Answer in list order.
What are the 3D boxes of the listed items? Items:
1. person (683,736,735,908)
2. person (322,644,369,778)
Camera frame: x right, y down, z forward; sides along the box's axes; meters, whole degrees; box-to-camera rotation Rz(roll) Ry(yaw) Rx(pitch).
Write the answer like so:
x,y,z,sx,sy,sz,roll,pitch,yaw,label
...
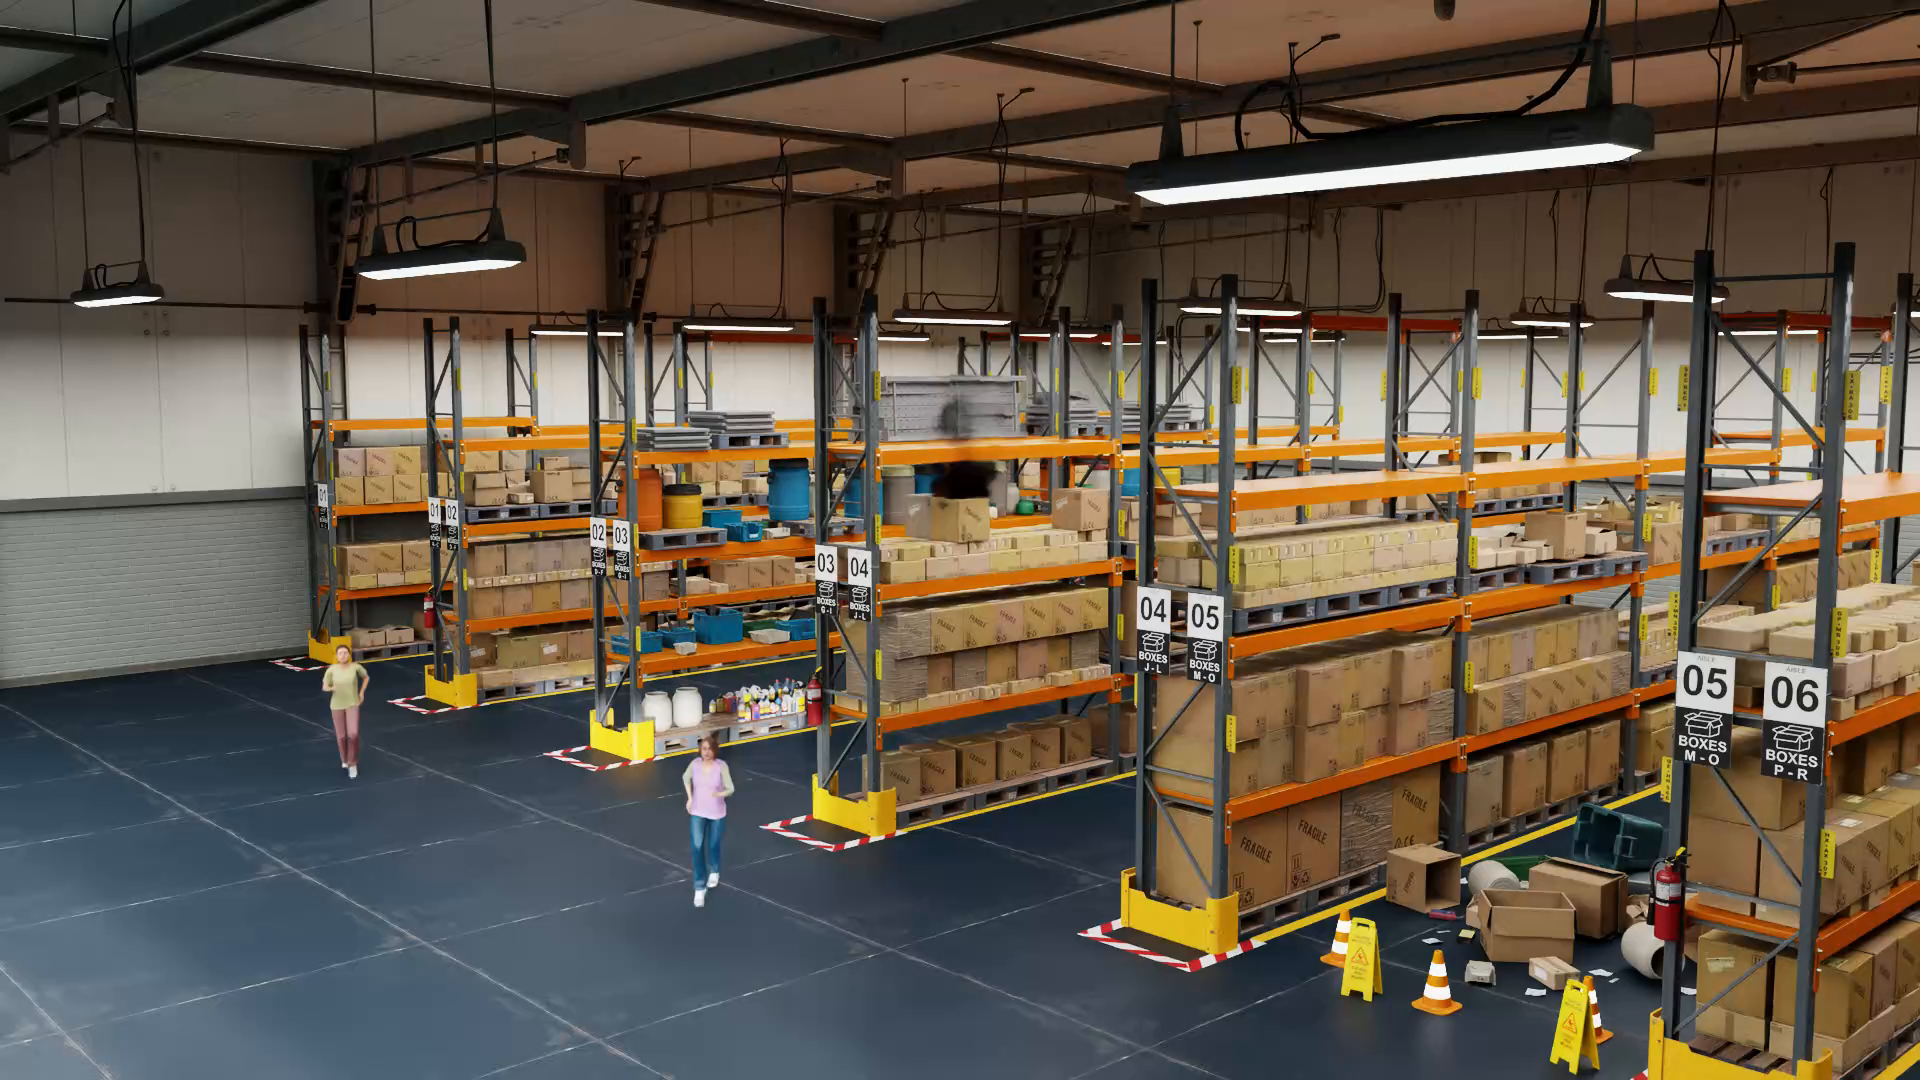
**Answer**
x,y,z,sx,sy,sz,roll,pitch,yaw,label
-2.466,2.729,16.308,0.521,1.647,0.733,0,6,-4,person
-7.876,2.187,21.327,0.558,1.714,0.668,-2,6,-15,person
